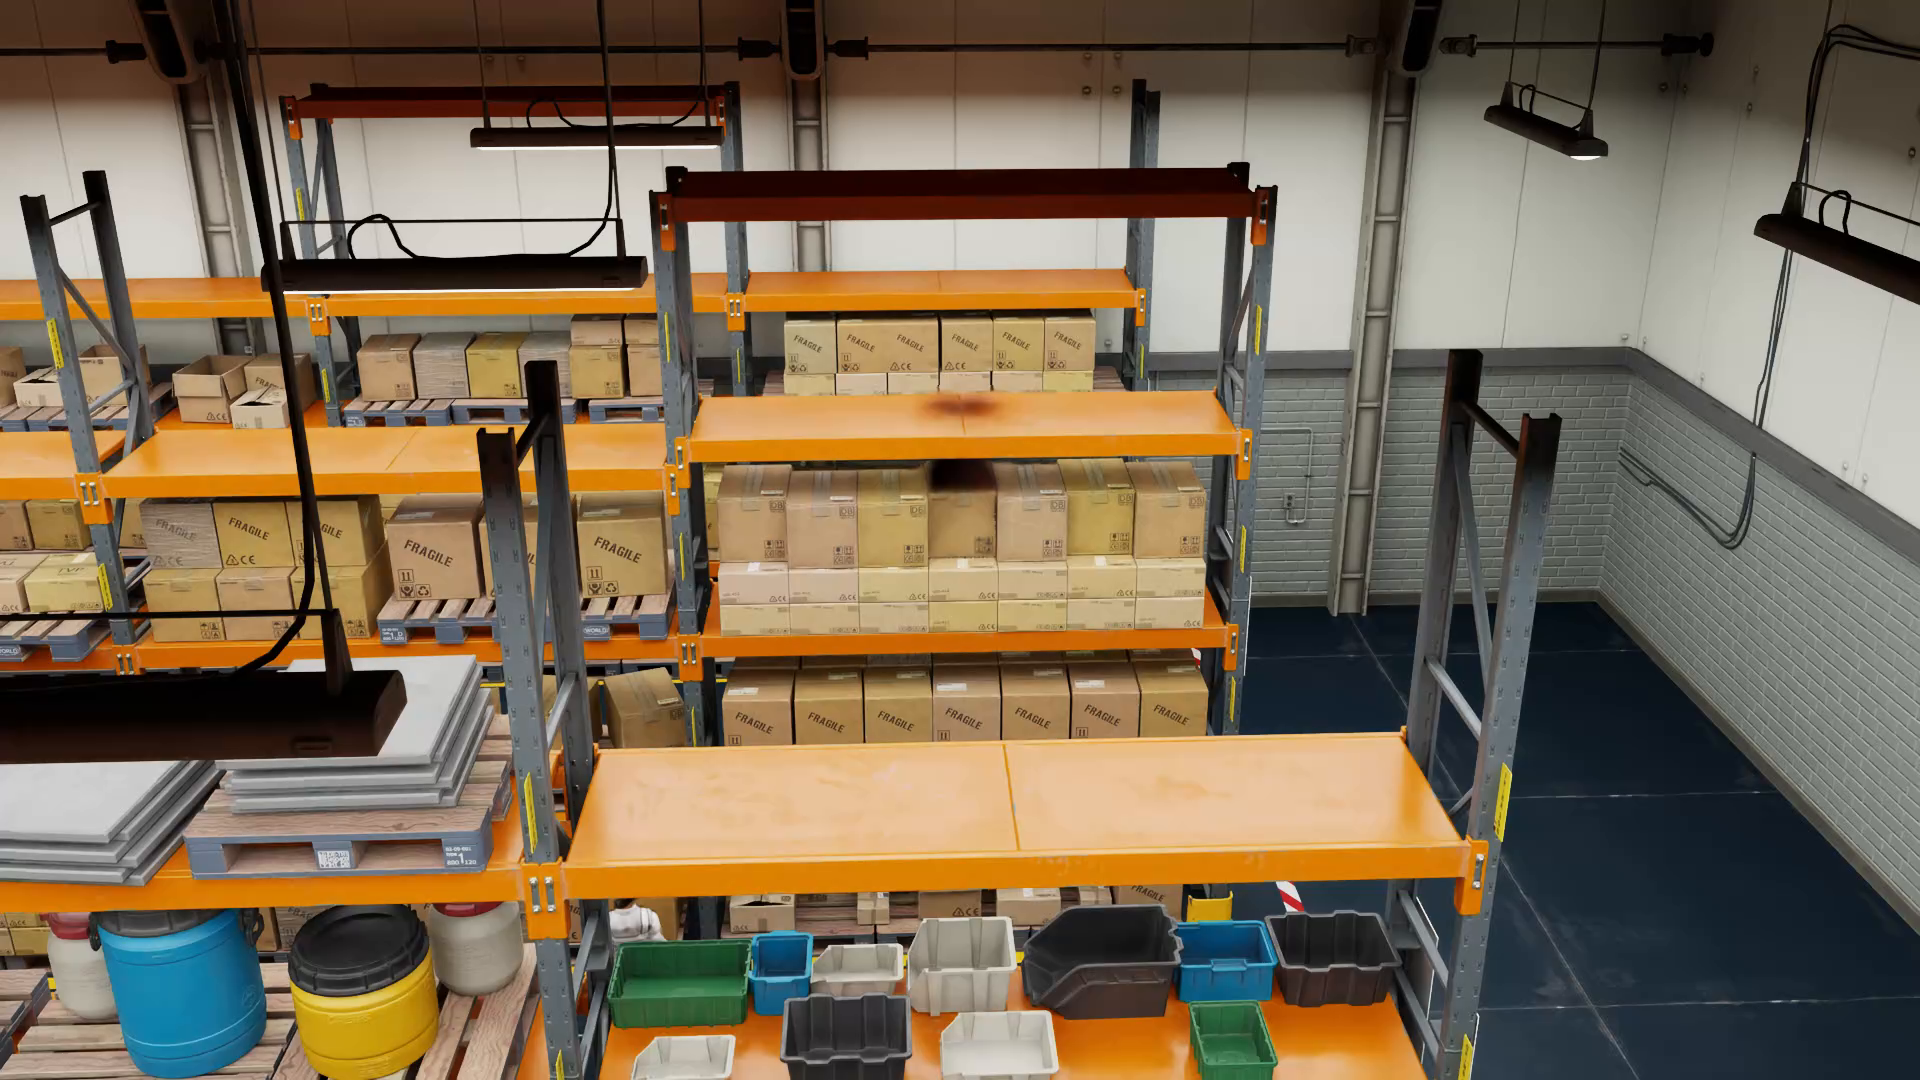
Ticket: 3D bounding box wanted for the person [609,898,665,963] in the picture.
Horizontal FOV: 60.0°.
[{"bbox_3d":[-2.253,3.013,11.493,0.532,1.680,0.378,-5,23,-12],"label":"person"}]
